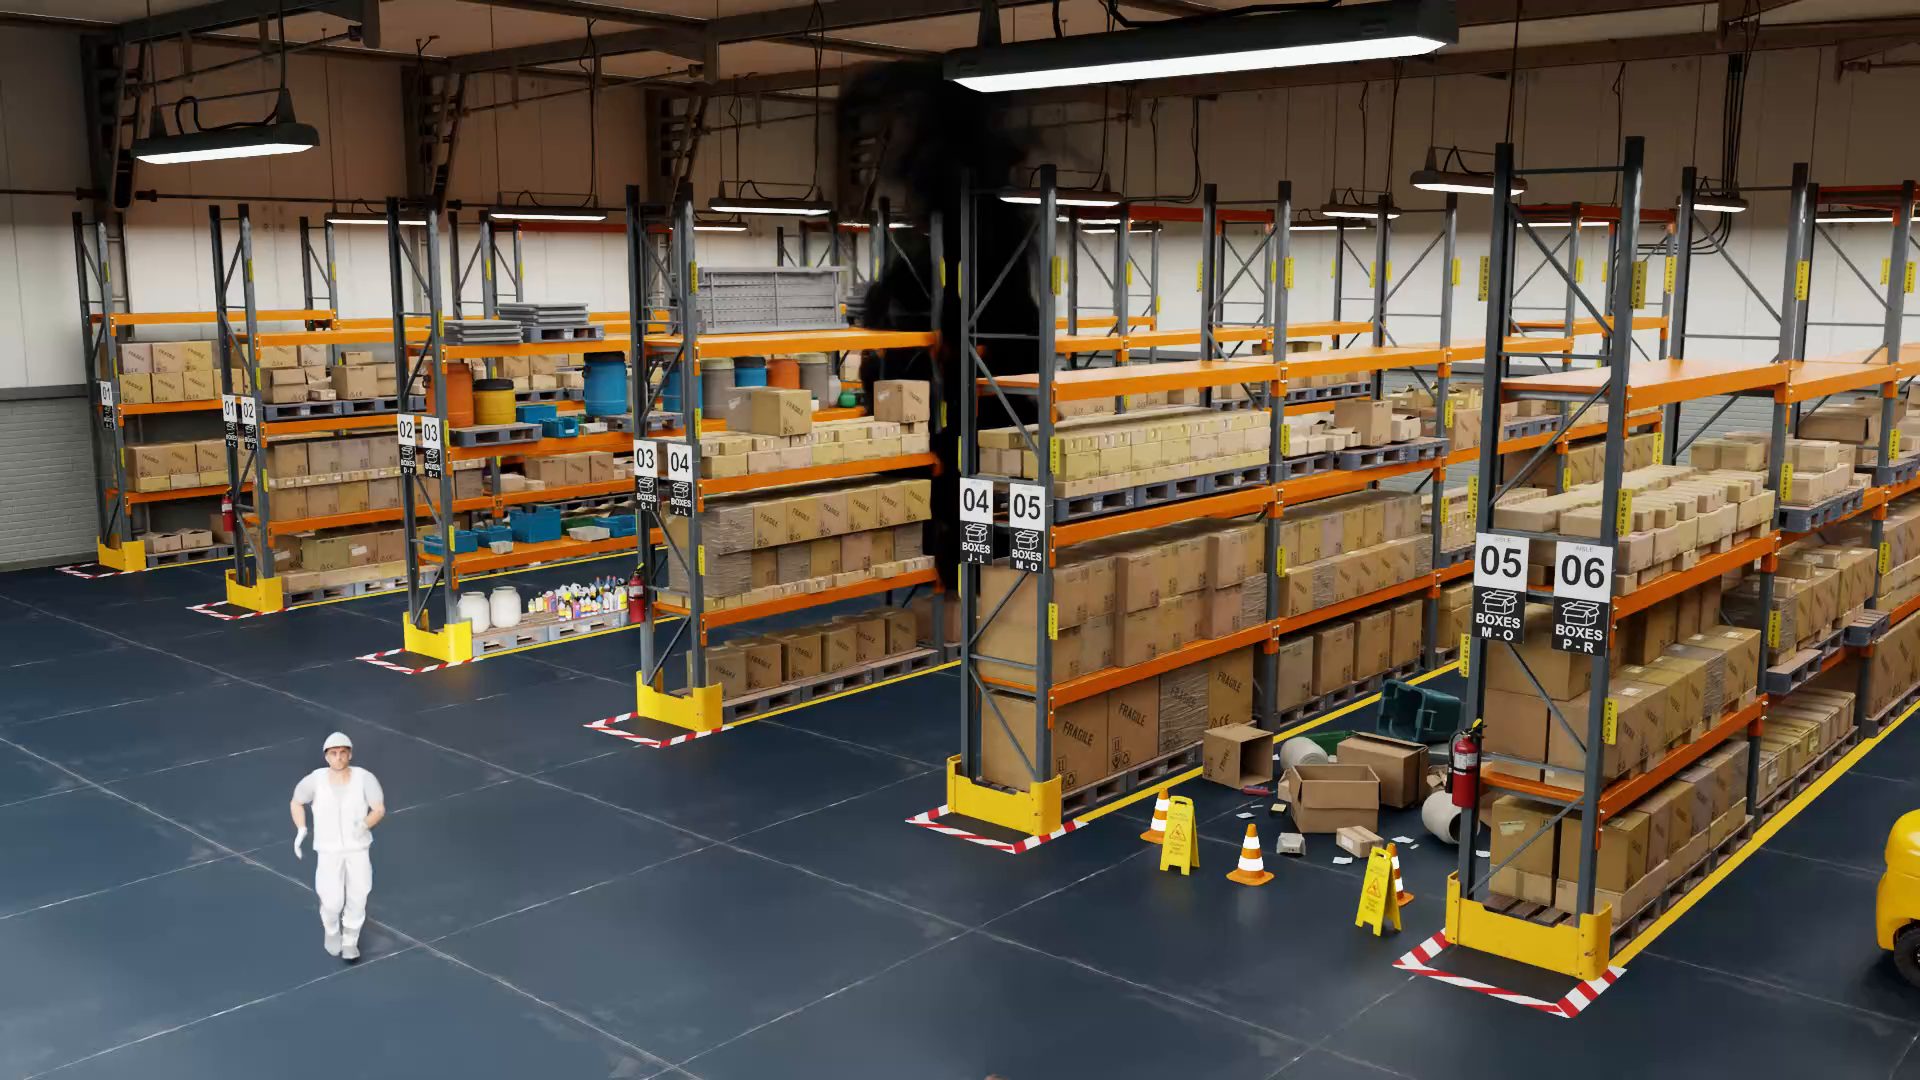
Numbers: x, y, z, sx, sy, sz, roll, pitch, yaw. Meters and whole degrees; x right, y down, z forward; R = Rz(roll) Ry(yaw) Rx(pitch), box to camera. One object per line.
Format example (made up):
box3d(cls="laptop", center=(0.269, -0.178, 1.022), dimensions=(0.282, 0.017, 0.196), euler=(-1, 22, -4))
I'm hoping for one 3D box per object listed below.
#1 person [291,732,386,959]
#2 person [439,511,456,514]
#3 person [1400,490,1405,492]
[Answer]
box3d(cls="person", center=(-4.543, 2.283, 12.229), dimensions=(0.643, 1.743, 0.615), euler=(-4, 10, -24))
box3d(cls="person", center=(-9.155, -0.606, 29.717), dimensions=(0.701, 1.716, 0.587), euler=(6, 11, 34))
box3d(cls="person", center=(6.805, 0.125, 25.221), dimensions=(0.805, 1.795, 0.661), euler=(-9, 13, -44))
